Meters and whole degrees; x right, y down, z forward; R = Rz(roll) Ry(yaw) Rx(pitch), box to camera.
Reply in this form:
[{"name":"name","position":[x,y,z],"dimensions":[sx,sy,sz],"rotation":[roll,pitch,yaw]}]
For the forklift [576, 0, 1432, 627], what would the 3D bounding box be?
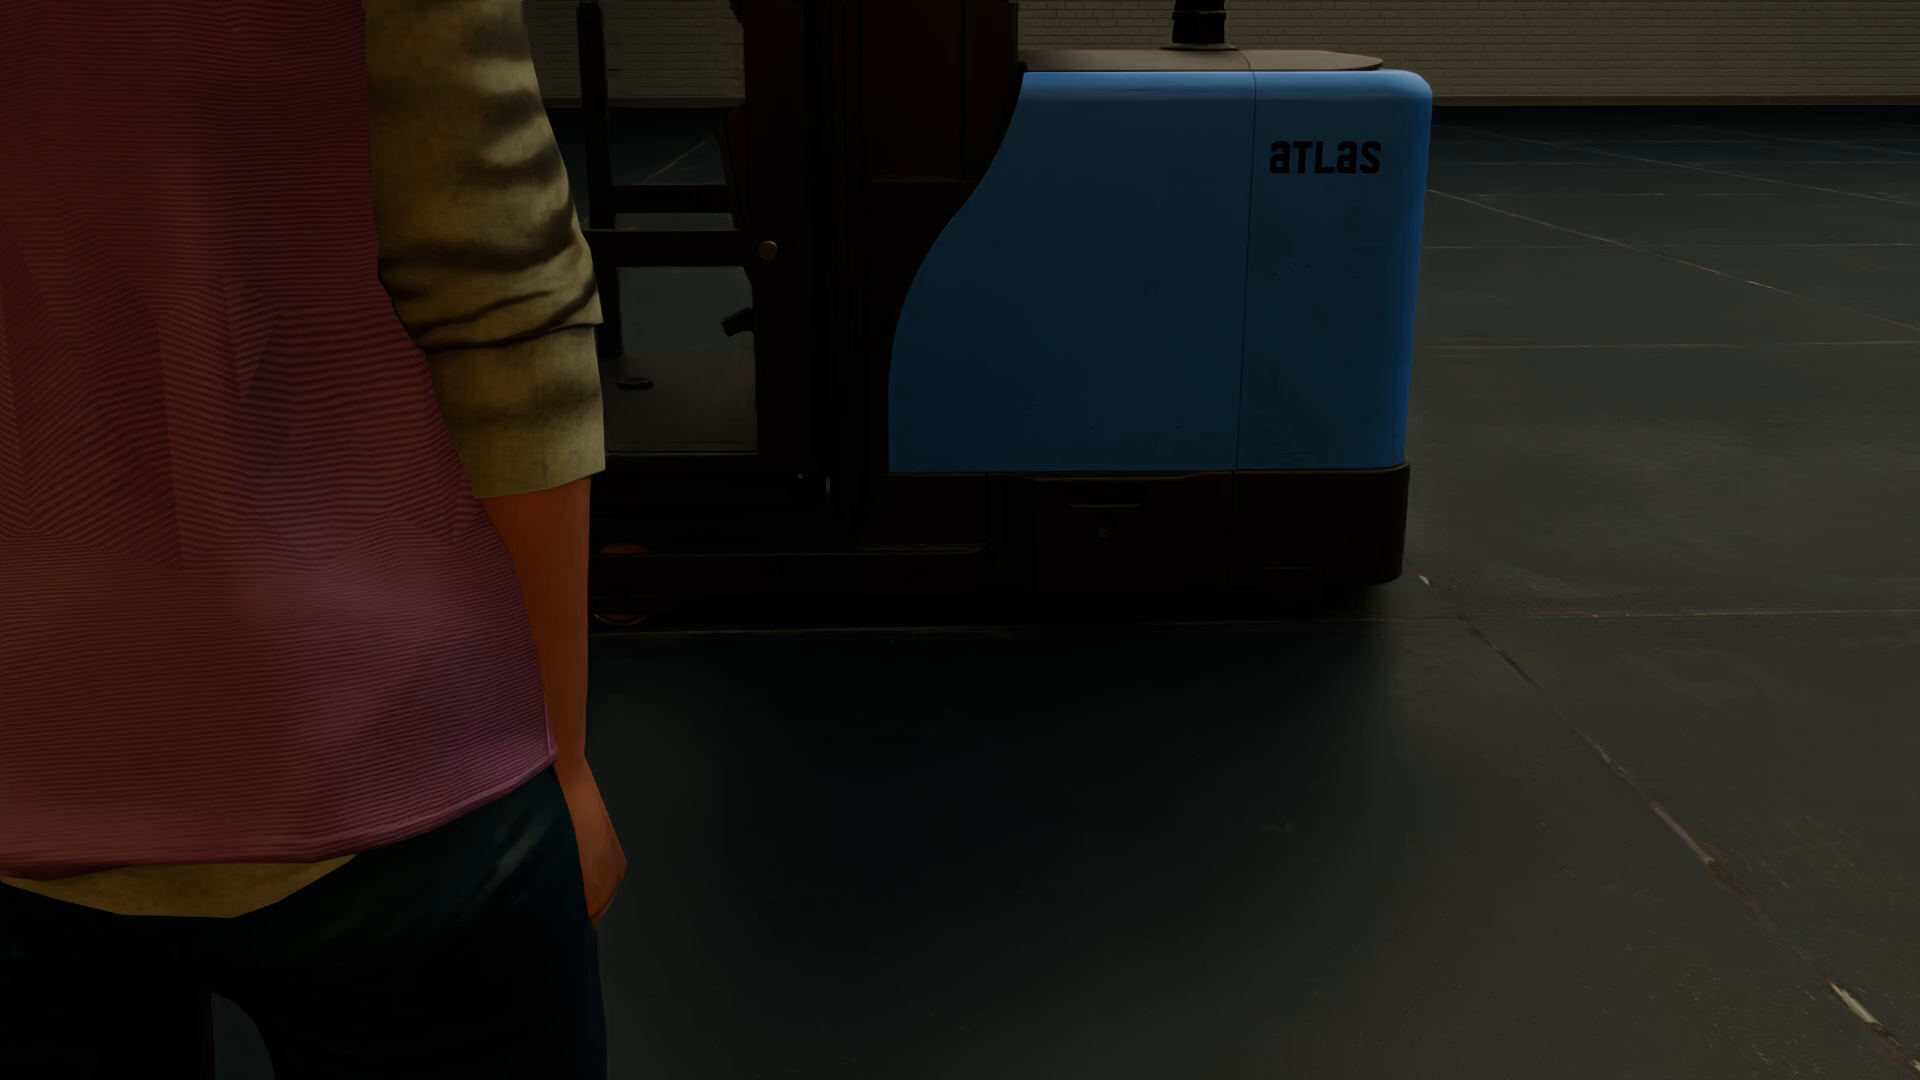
[{"name":"forklift","position":[-0.608,-1.383,3.428],"dimensions":[3.031,2.935,1.130],"rotation":[0,17,-1]}]
